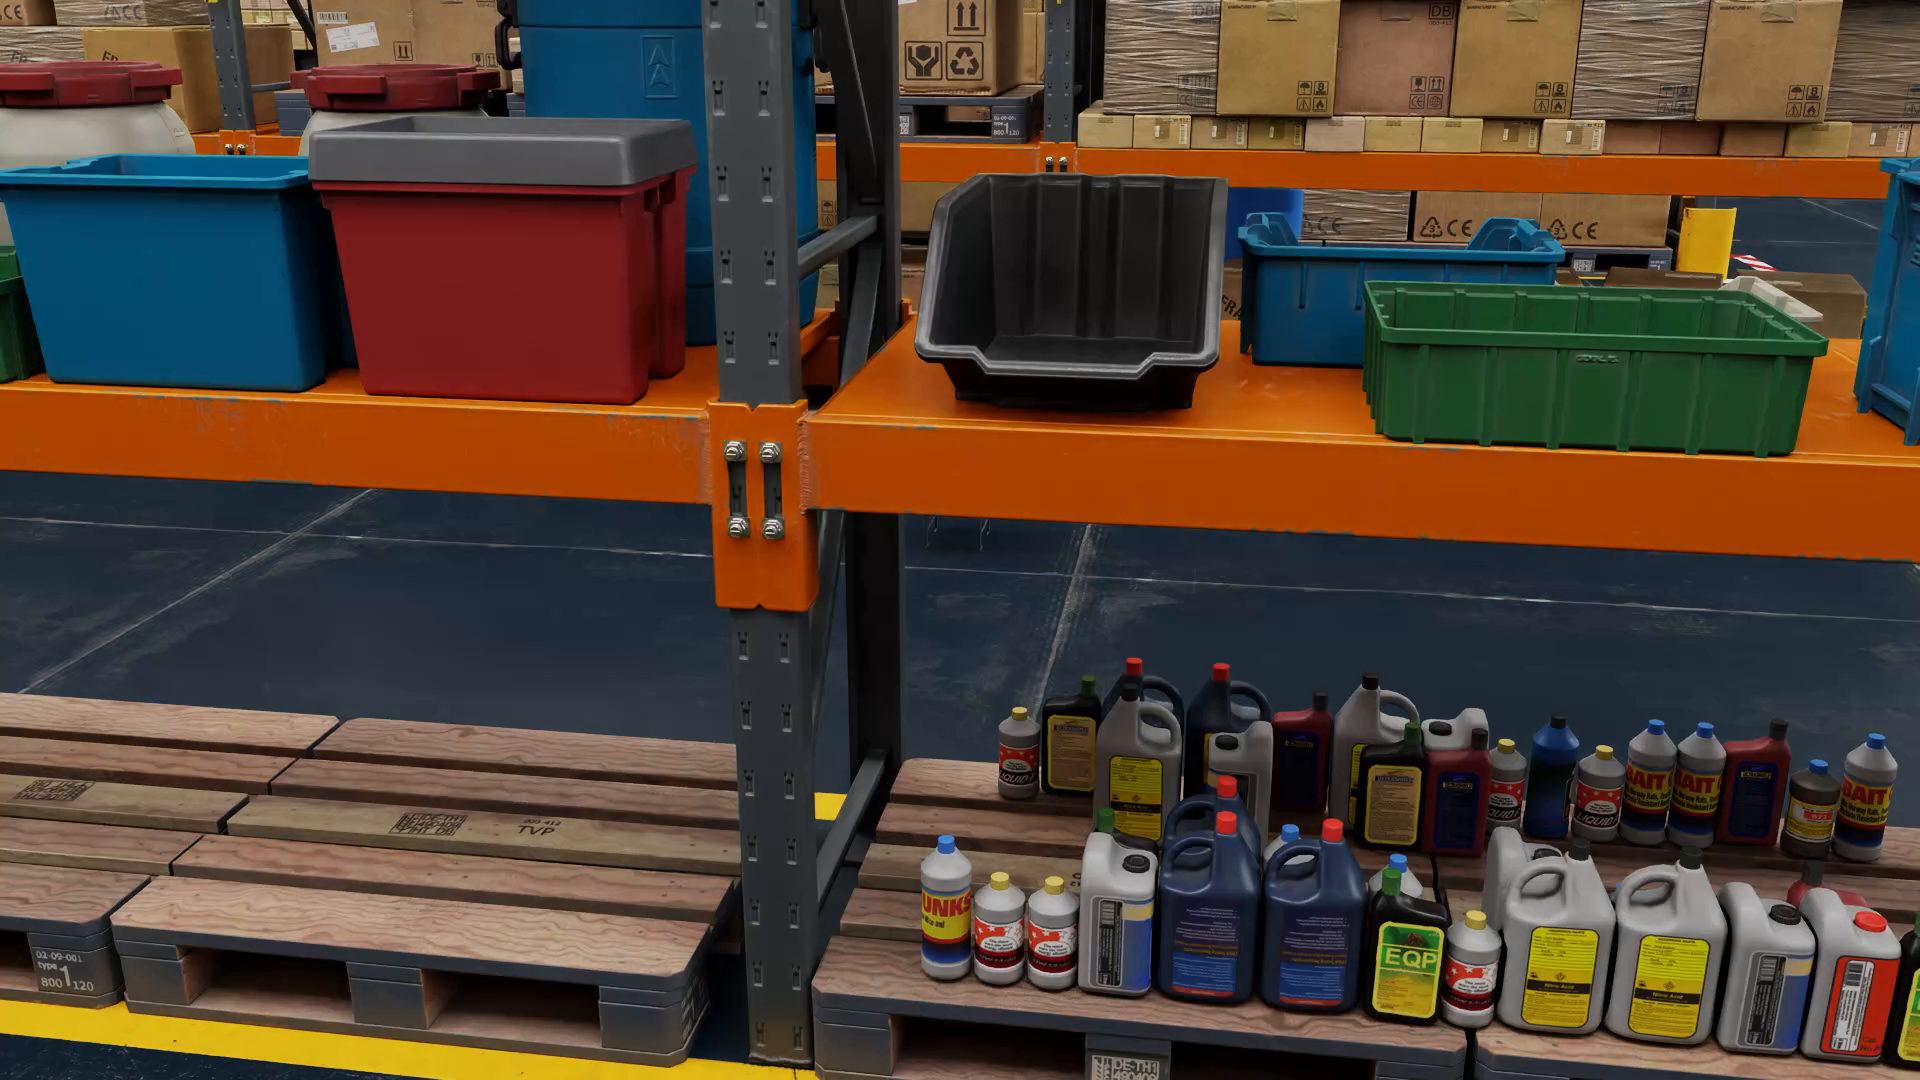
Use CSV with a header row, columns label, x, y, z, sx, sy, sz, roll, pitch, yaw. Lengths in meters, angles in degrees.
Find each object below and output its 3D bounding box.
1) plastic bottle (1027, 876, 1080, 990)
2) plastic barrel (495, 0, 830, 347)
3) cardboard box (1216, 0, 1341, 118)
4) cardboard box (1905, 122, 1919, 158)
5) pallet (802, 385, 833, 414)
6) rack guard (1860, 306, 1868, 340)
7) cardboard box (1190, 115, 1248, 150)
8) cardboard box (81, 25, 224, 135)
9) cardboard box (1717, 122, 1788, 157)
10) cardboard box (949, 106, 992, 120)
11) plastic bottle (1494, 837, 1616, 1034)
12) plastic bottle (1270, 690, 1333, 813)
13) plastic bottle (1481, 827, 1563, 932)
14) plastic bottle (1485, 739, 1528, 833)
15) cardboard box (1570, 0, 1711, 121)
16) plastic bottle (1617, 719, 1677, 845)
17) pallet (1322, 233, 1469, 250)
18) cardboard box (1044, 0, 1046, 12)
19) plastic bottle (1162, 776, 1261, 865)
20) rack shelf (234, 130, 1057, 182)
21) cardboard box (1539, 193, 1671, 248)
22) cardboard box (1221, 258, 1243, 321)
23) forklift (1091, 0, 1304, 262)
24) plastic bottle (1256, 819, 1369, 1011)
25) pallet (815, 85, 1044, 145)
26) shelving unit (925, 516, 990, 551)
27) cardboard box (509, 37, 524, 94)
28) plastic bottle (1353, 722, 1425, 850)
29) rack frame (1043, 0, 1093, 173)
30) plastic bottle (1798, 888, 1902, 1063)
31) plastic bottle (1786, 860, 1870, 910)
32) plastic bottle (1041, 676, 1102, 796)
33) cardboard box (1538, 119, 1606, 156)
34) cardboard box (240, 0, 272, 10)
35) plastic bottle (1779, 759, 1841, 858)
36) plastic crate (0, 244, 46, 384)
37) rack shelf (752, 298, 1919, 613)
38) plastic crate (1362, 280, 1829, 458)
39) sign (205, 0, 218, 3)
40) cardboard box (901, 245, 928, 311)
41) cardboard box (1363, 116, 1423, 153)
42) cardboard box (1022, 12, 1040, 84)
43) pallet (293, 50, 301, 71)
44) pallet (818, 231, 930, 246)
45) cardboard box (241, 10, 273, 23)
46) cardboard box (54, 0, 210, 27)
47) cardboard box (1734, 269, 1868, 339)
label,x,y,z,sx,sy,sz,roll,pitch,yaw
plastic bottle,0.175,0.728,3.117,0.097,0.201,0.097,0,18,0
plastic barrel,-0.604,-0.906,3.494,0.708,0.901,0.600,3,19,9
cardboard box,1.437,-2.216,7.572,0.500,0.500,0.875,3,19,9
cardboard box,4.150,-1.735,7.157,0.250,0.149,0.380,3,19,9
pallet,-0.254,-0.822,8.427,1.213,0.211,1.003,3,19,9
rack guard,4.389,-0.723,7.675,0.348,0.500,1.175,3,19,9
cardboard box,1.175,-1.861,7.533,0.250,0.149,0.380,3,19,9
cardboard box,-3.961,-2.302,8.297,0.500,0.500,0.500,4,19,10
cardboard box,3.404,-1.762,7.236,0.250,0.149,0.380,3,19,9
cardboard box,0.181,-5.974,22.510,0.625,0.625,0.875,4,19,10
plastic bottle,1.066,0.695,2.980,0.185,0.351,0.144,3,19,8
plastic bottle,0.768,0.472,3.751,0.133,0.283,0.061,4,19,12
plastic bottle,1.065,0.683,3.134,0.135,0.276,0.152,3,19,9
plastic bottle,1.200,0.539,3.681,0.097,0.201,0.097,0,18,0
cardboard box,2.926,-2.155,7.391,0.500,0.500,0.875,3,19,9
plastic bottle,1.501,0.521,3.624,0.097,0.271,0.097,0,18,0
pallet,3.348,-2.209,12.571,1.213,0.211,1.003,3,19,9
cardboard box,0.910,-4.199,12.393,0.500,0.500,0.700,3,19,8
plastic bottle,0.483,0.619,3.207,0.185,0.351,0.144,3,19,9
rack shelf,-1.460,-1.865,8.284,4.000,0.370,1.077,3,19,9
cardboard box,4.671,-2.658,12.207,0.875,0.875,0.875,3,19,9
cardboard box,1.470,-1.060,8.022,0.500,0.500,0.500,9,21,26
forklift,0.600,-2.837,10.162,3.031,2.935,1.130,3,19,9
plastic bottle,0.647,0.674,3.044,0.185,0.351,0.144,2,19,6
pallet,-0.217,-2.099,8.151,1.213,0.211,1.003,3,19,9
shelving unit,-0.008,-0.427,6.162,0.210,0.900,0.258,3,19,9
cardboard box,-1.816,-2.279,7.960,0.500,0.250,0.500,2,19,7
plastic bottle,0.928,0.527,3.588,0.133,0.283,0.061,3,19,9
rack frame,0.515,-2.106,7.869,0.127,3.000,1.000,3,19,9
plastic bottle,1.551,0.754,2.921,0.135,0.276,0.152,3,19,9
plastic bottle,1.568,0.717,3.020,0.133,0.283,0.061,3,19,9
plastic bottle,0.257,0.446,3.829,0.133,0.283,0.061,4,19,11
cardboard box,2.652,-1.777,7.284,0.250,0.149,0.380,3,19,9
cardboard box,-5.406,-4.216,12.973,0.250,0.149,0.380,3,19,8
plastic bottle,1.836,0.572,3.584,0.097,0.201,0.097,0,18,0
plastic crate,-2.035,-0.453,3.263,0.662,0.188,0.450,3,19,9
rack shelf,1.704,-0.112,3.045,4.000,0.370,1.077,3,19,9
plastic crate,1.025,-0.297,2.797,0.662,0.188,0.450,3,19,9
sign,-3.519,-2.682,7.767,0.005,0.325,0.100,3,19,9
cardboard box,-0.088,-1.167,8.308,0.500,0.500,0.700,1,19,4
cardboard box,1.918,-1.826,7.430,0.250,0.149,0.380,3,19,9
cardboard box,0.345,-3.670,12.386,0.500,0.500,0.500,3,19,8
pallet,-5.766,-3.882,13.480,1.213,0.211,1.003,3,19,9
pallet,-0.580,-2.408,13.167,1.213,0.211,1.003,3,19,9
cardboard box,-5.413,-4.076,13.023,0.250,0.149,0.380,2,19,6
cardboard box,-4.154,-2.872,8.421,0.637,0.503,0.797,4,19,11
cardboard box,3.850,-0.955,7.707,0.500,0.500,0.500,7,20,19
